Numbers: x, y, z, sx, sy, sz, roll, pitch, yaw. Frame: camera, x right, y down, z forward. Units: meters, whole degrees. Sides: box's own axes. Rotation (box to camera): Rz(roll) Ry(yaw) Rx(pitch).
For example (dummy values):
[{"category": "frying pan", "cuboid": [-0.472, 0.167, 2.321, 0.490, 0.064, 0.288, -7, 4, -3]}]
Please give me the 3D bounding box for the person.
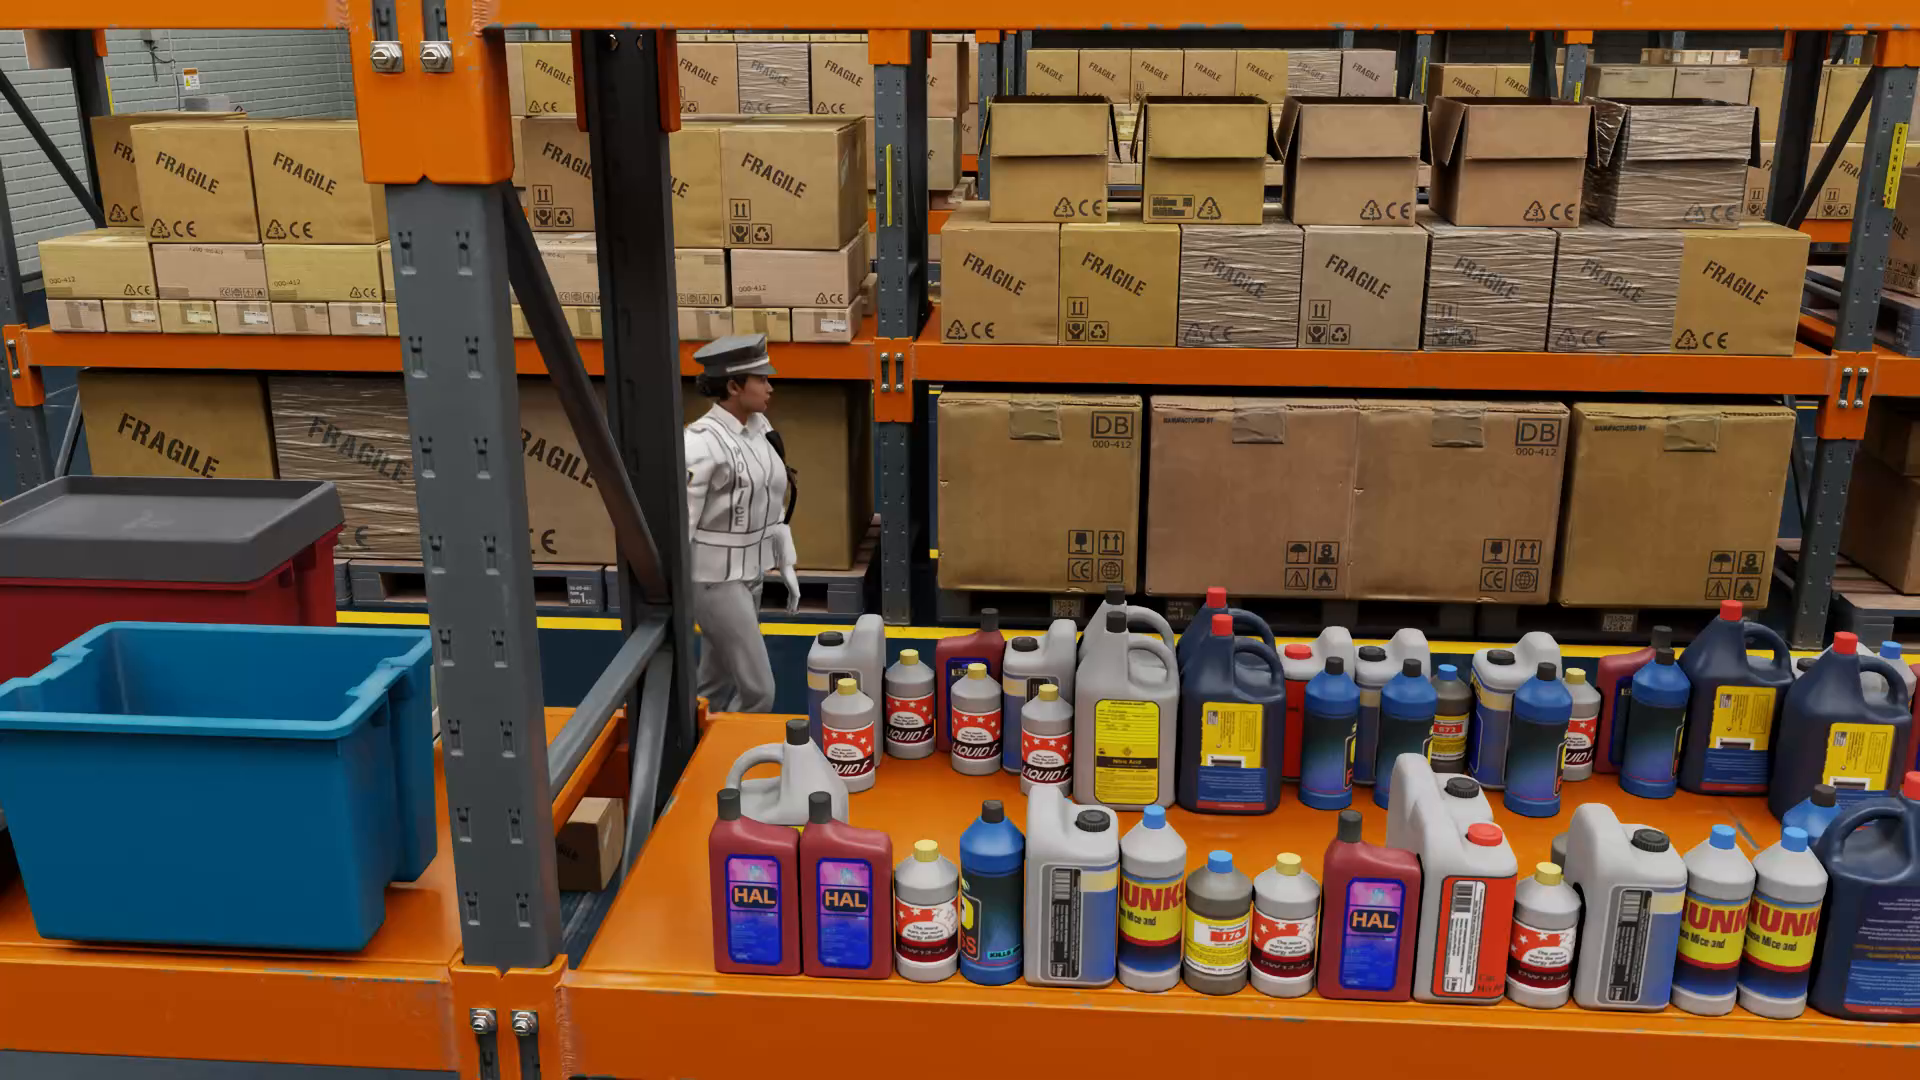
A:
[{"category": "person", "cuboid": [-0.794, 0.146, 5.545, 0.511, 1.695, 0.545, 6, 19, 19]}]
